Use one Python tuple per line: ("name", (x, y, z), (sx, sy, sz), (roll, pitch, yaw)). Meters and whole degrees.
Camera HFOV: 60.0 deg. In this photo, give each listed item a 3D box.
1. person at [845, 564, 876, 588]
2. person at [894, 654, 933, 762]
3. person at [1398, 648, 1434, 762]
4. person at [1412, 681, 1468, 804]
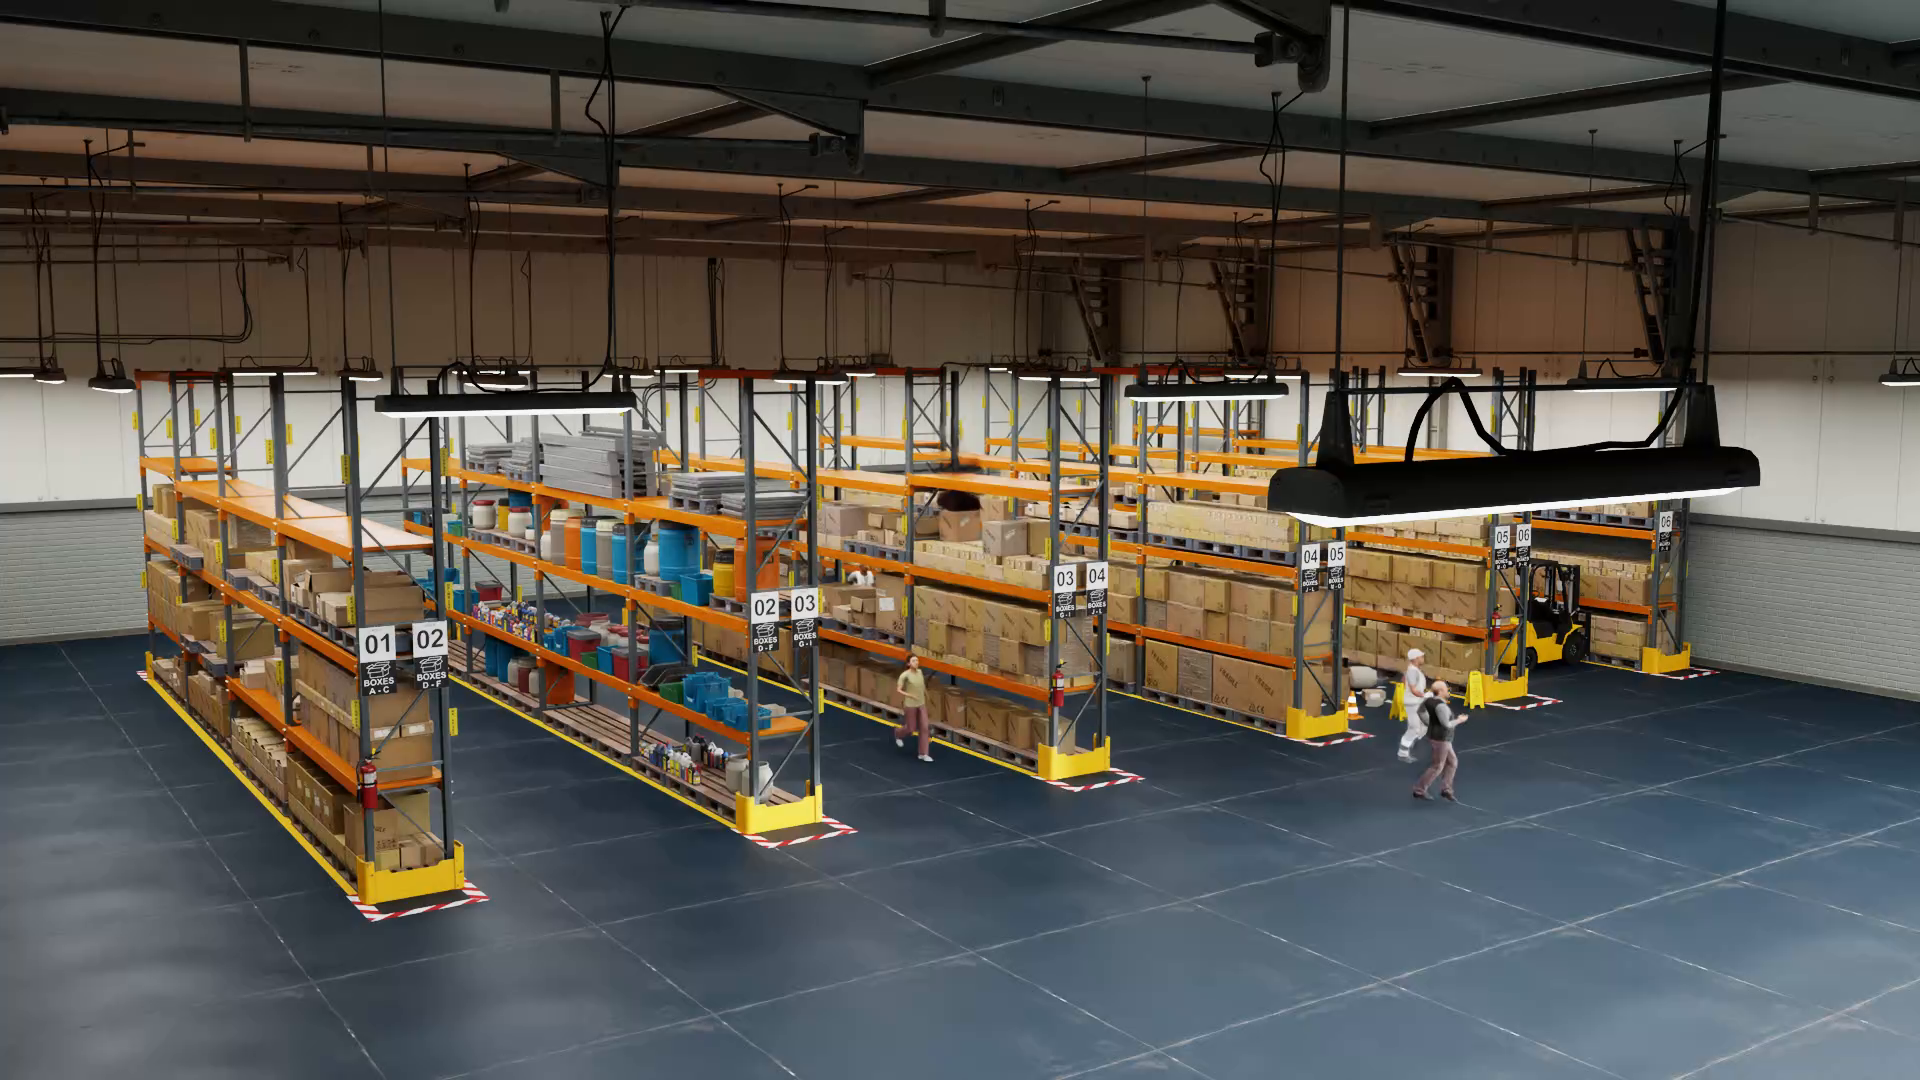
("person", (-2.172, 1.335, 36.720), (0.692, 1.847, 0.882), (-5, 8, -36))
("person", (-0.712, 2.587, 25.976), (0.592, 1.644, 0.945), (-4, 8, -35))
("person", (7.103, 2.553, 25.781), (0.618, 1.759, 0.683), (3, 7, 25))
("person", (6.718, 2.853, 23.288), (0.730, 1.780, 0.640), (1, 6, 5))
